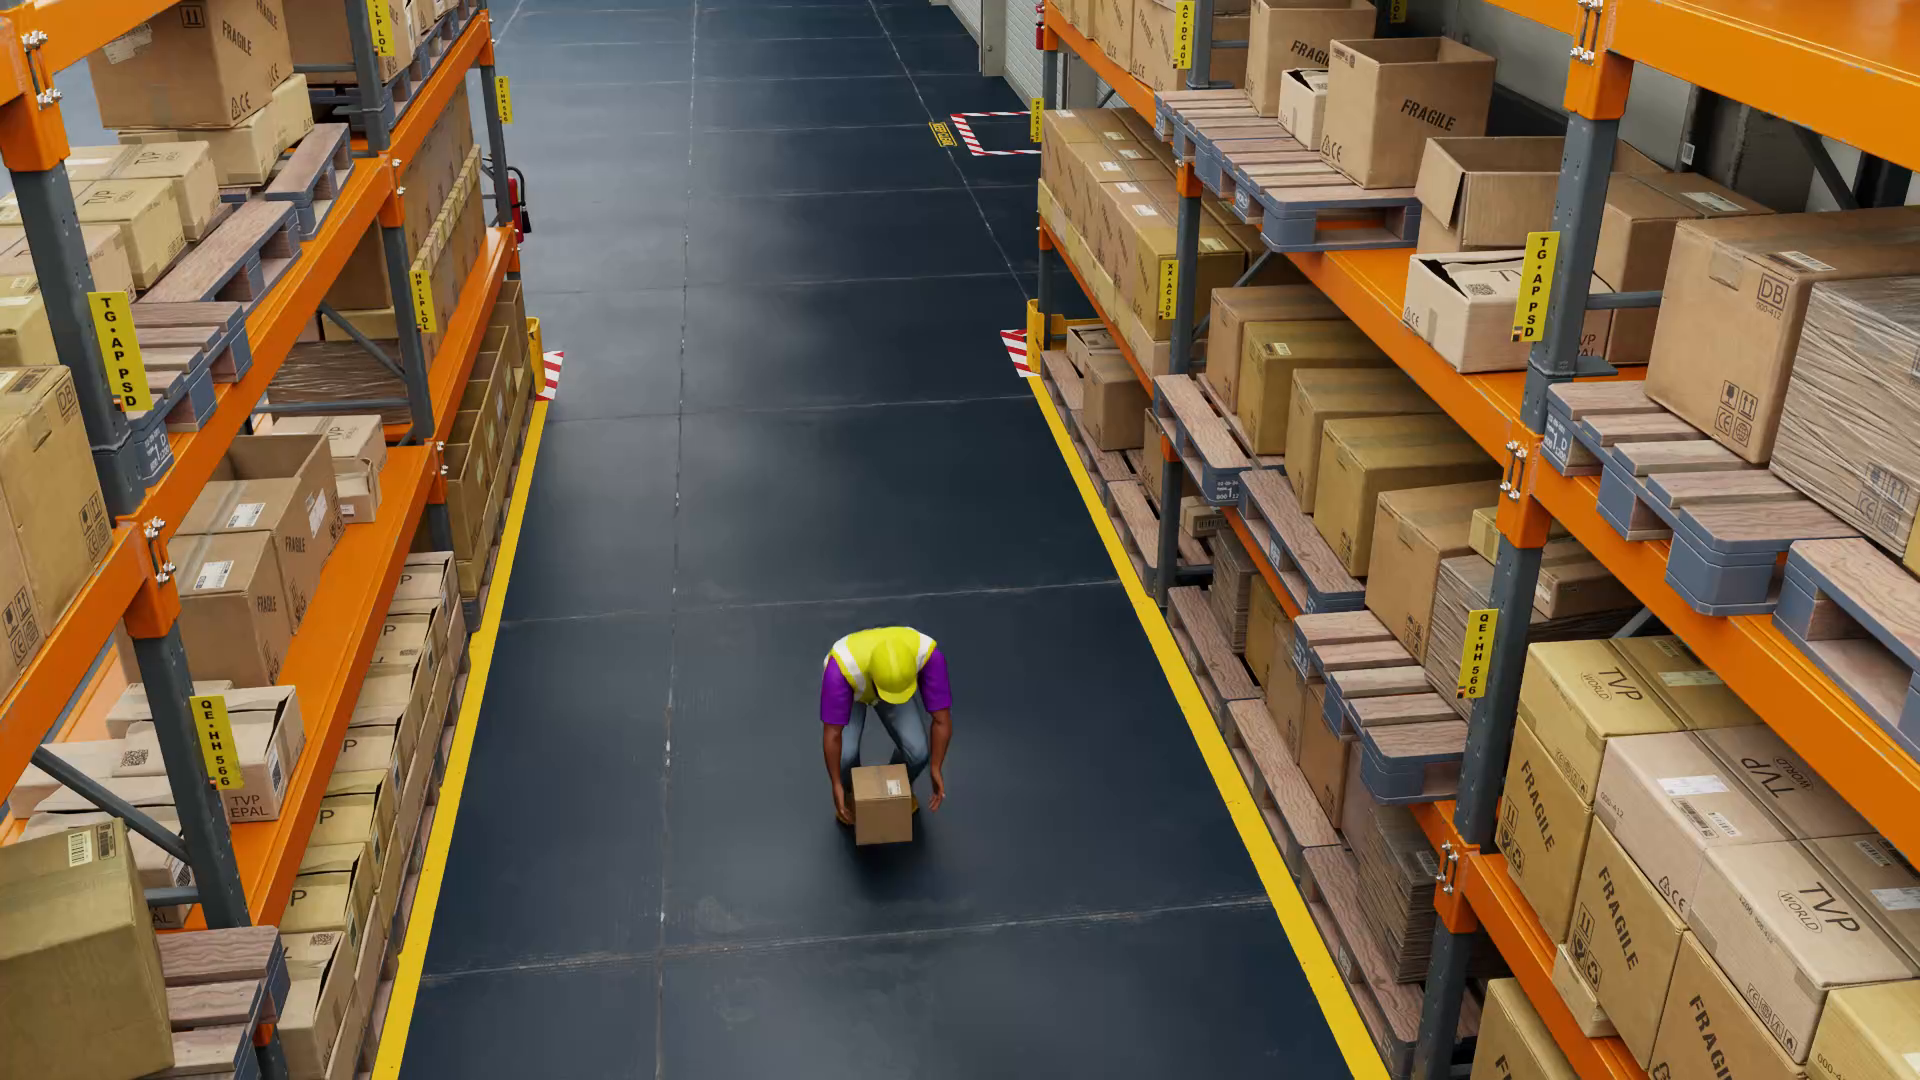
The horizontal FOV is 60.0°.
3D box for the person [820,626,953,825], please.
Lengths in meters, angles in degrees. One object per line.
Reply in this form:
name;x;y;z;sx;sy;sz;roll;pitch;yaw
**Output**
person;-0.353;0.804;7.715;0.607;1.133;0.856;-4;27;-7
